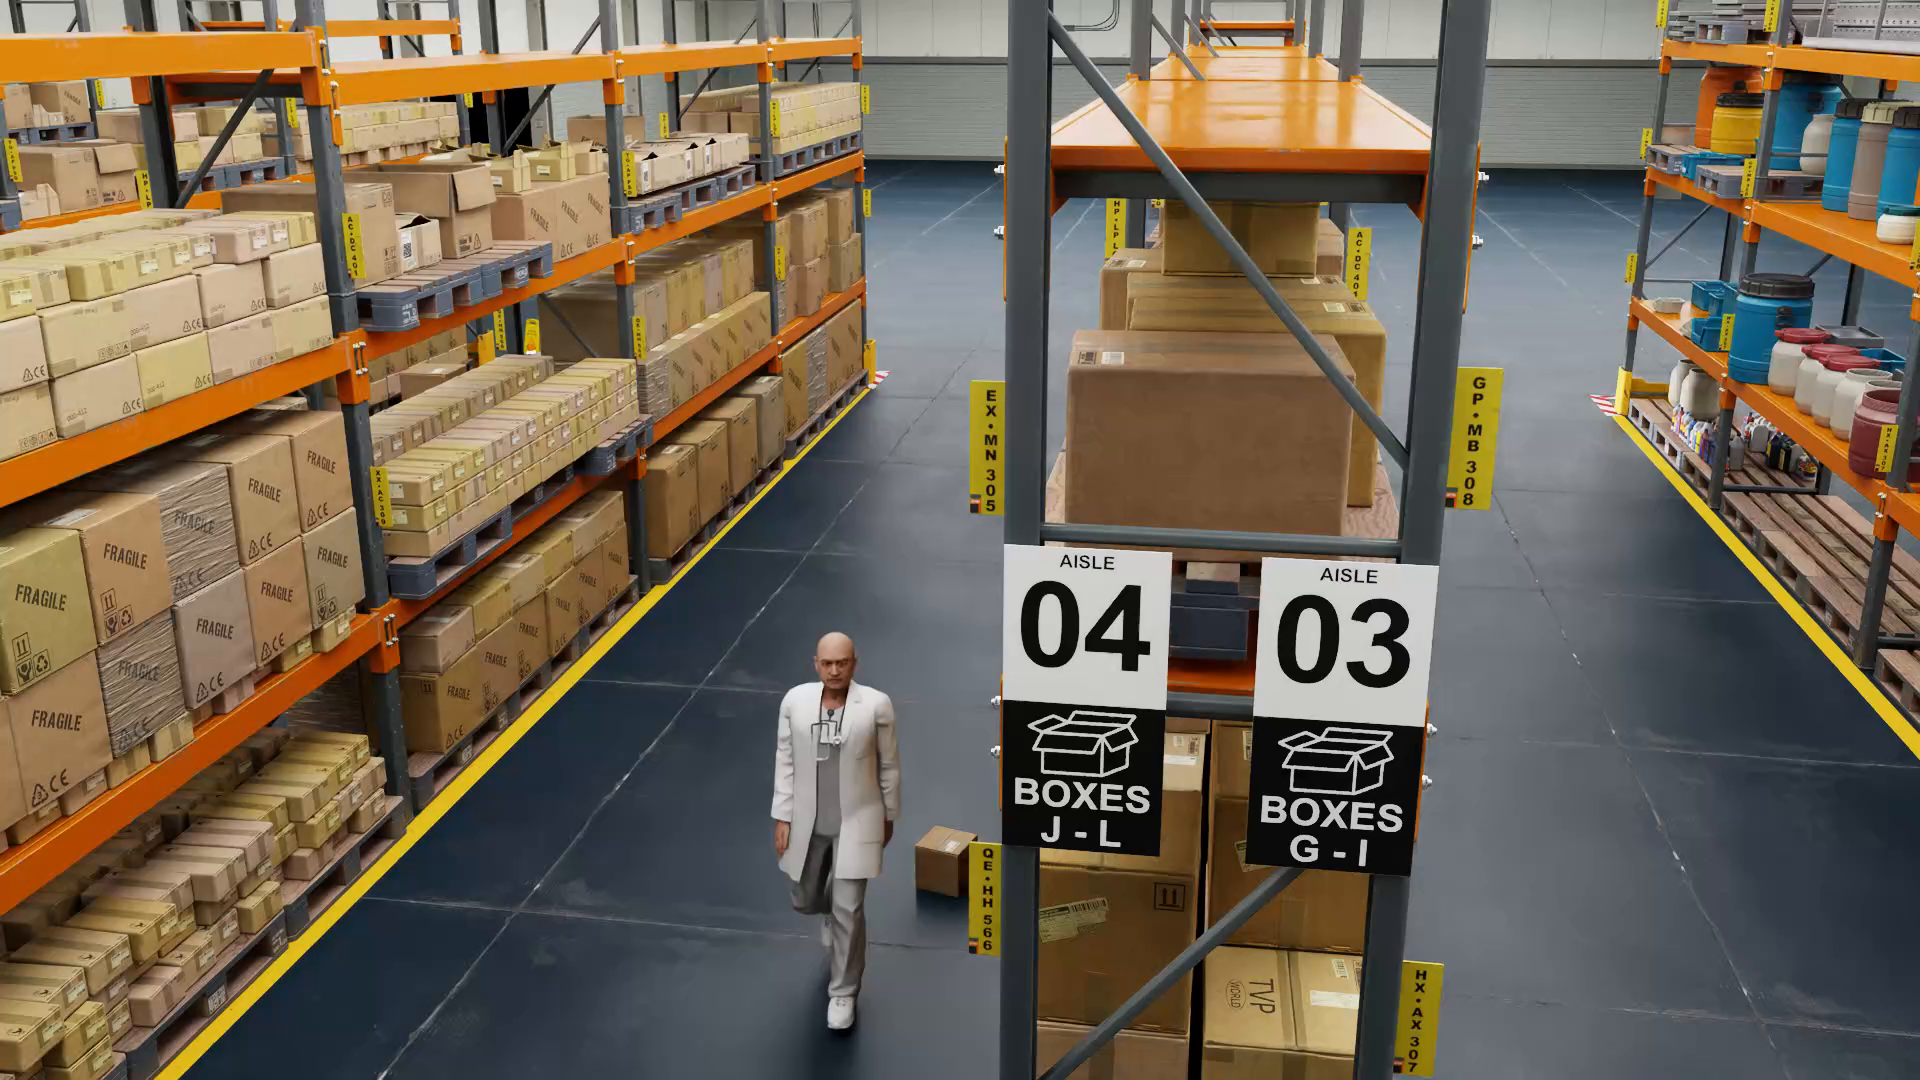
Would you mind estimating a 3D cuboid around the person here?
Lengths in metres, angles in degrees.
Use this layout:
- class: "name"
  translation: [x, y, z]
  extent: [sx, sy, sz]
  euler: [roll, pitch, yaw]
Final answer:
- class: "person"
  translation: [-0.564, 1.253, 7.587]
  extent: [0.572, 1.748, 0.864]
  euler: [3, 18, 10]
